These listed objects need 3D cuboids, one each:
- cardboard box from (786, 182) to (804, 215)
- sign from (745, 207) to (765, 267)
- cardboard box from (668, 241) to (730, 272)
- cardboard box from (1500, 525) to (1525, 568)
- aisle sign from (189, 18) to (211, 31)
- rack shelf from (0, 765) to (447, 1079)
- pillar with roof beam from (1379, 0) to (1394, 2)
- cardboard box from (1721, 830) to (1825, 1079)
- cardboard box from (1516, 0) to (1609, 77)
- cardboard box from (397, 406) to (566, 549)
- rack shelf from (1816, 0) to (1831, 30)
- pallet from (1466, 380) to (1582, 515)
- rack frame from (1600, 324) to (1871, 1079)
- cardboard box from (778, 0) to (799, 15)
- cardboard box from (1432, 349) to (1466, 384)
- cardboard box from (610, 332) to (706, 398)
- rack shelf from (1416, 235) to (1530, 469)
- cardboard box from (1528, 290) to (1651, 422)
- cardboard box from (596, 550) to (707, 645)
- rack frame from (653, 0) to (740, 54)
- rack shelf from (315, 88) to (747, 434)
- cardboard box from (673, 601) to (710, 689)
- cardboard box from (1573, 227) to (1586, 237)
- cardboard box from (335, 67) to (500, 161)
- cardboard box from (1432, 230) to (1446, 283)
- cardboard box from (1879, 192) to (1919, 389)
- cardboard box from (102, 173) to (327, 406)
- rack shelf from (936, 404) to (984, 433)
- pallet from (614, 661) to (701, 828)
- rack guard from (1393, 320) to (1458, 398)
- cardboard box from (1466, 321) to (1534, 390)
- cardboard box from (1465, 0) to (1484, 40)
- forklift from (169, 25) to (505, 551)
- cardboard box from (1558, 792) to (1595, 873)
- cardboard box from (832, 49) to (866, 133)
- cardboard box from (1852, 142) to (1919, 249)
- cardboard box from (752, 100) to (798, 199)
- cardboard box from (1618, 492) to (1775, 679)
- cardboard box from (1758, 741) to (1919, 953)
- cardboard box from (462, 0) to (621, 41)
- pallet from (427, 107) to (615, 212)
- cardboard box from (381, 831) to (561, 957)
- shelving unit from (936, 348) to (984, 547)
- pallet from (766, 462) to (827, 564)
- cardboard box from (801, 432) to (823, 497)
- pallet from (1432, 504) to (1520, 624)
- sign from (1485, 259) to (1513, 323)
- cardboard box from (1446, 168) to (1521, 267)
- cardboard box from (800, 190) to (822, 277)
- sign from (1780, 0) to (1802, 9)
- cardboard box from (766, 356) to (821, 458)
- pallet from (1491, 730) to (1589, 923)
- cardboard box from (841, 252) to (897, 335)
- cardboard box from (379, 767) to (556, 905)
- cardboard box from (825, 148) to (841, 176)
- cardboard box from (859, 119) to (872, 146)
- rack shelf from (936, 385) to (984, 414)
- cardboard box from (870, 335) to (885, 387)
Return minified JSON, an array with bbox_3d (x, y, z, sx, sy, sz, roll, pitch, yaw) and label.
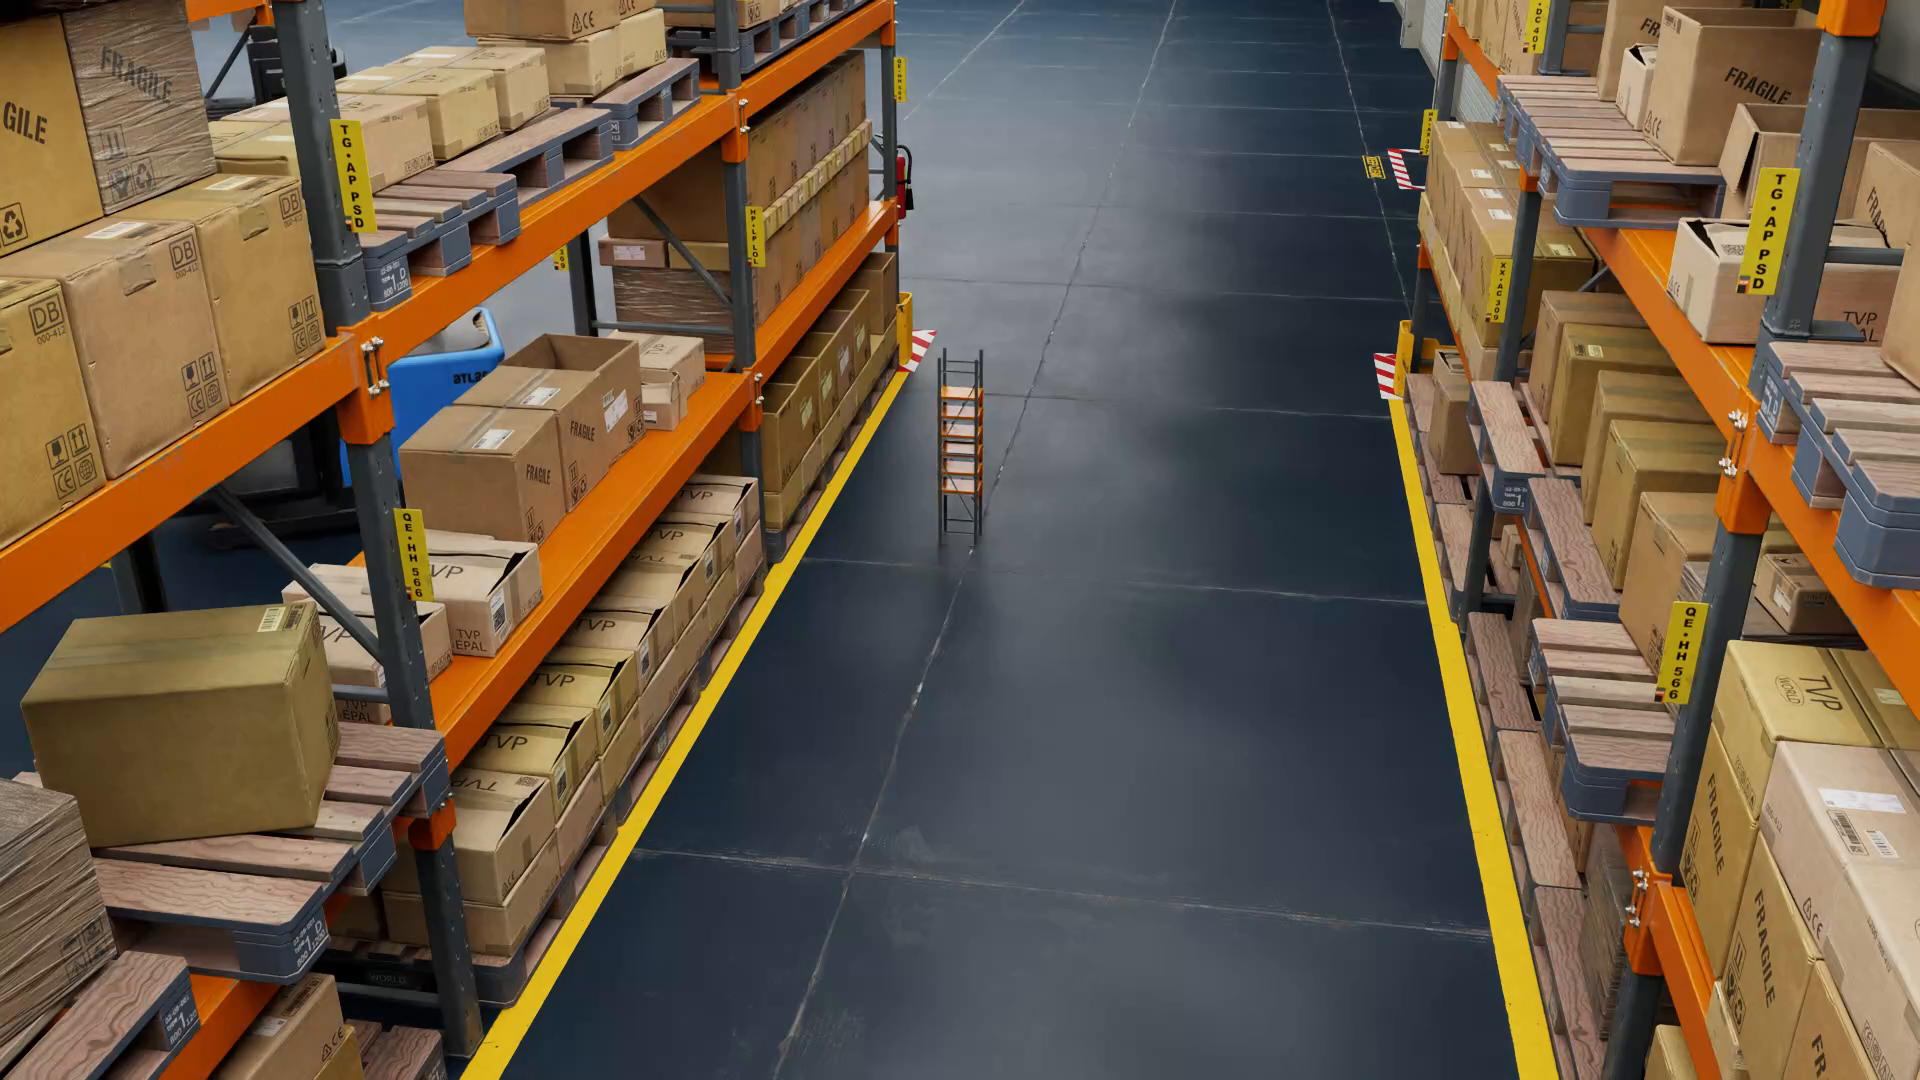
[{"bbox_3d":[-1.194,-2.145,10.412,0.380,0.149,0.250,3,25,7],"label":"cardboard box"},{"bbox_3d":[-1.099,-1.623,8.907,0.100,0.325,0.005,4,25,9],"label":"sign"},{"bbox_3d":[-1.401,-1.606,9.260,0.380,0.149,0.250,4,25,8],"label":"cardboard box"},{"bbox_3d":[3.310,0.032,9.467,0.380,0.166,0.250,1,25,2],"label":"cardboard box"},{"bbox_3d":[-6.146,-4.414,13.074,0.394,0.787,0.004,4,25,9],"label":"aisle sign"},{"bbox_3d":[-2.616,1.667,3.999,1.077,0.370,4.000,4,25,9],"label":"rack shelf"},{"bbox_3d":[4.320,-15.200,32.108,9.100,9.000,0.400,4,25,9],"label":"pillar with roof beam"},{"bbox_3d":[2.171,1.061,3.952,0.500,0.500,0.500,5,26,10],"label":"cardboard box"},{"bbox_3d":[3.091,-2.469,8.306,0.500,0.500,0.500,5,25,10],"label":"cardboard box"},{"bbox_3d":[-2.031,-0.243,7.114,0.500,0.500,0.500,3,25,6],"label":"cardboard box"},{"bbox_3d":[2.925,-2.200,5.656,1.077,0.370,4.000,4,25,9],"label":"rack shelf"},{"bbox_3d":[2.983,-0.430,7.857,1.003,0.211,1.213,4,25,9],"label":"pallet"},{"bbox_3d":[2.598,0.846,4.903,1.000,3.000,0.127,4,25,9],"label":"rack frame"},{"bbox_3d":[-1.205,-3.158,9.365,0.500,0.311,0.500,3,25,6],"label":"cardboard box"},{"bbox_3d":[3.704,-1.198,11.923,0.500,0.311,0.500,1,25,3],"label":"cardboard box"},{"bbox_3d":[-1.673,-0.891,8.793,0.500,0.250,0.500,6,26,12],"label":"cardboard box"},{"bbox_3d":[3.579,-1.337,10.417,1.077,0.370,4.000,4,25,9],"label":"rack shelf"},{"bbox_3d":[3.135,-0.860,7.913,0.700,0.500,0.500,4,25,9],"label":"cardboard box"},{"bbox_3d":[-1.582,0.249,8.267,0.500,0.311,0.500,4,25,8],"label":"cardboard box"},{"bbox_3d":[-1.636,-3.885,7.935,1.000,3.000,0.127,4,25,9],"label":"rack frame"},{"bbox_3d":[-1.963,-1.364,6.937,1.077,0.370,4.000,4,25,9],"label":"rack shelf"},{"bbox_3d":[-1.585,0.506,8.379,0.500,0.250,0.500,5,25,10],"label":"cardboard box"},{"bbox_3d":[3.623,-1.505,9.197,0.500,0.500,0.500,4,25,8],"label":"cardboard box"},{"bbox_3d":[-2.098,-1.629,6.334,0.500,0.250,0.500,4,25,7],"label":"cardboard box"},{"bbox_3d":[3.353,-1.828,10.770,0.500,0.250,0.500,4,25,8],"label":"cardboard box"},{"bbox_3d":[2.577,-0.554,3.719,0.700,0.500,0.500,2,25,4],"label":"cardboard box"},{"bbox_3d":[-2.328,-0.714,4.581,0.910,0.500,0.500,4,25,9],"label":"cardboard box"},{"bbox_3d":[0.002,-0.727,9.926,0.258,0.103,0.180,4,25,9],"label":"rack shelf"},{"bbox_3d":[-1.915,0.917,8.041,1.003,0.211,1.213,4,25,9],"label":"pallet"},{"bbox_3d":[3.893,-1.336,12.513,1.175,0.500,0.348,4,25,9],"label":"rack guard"},{"bbox_3d":[3.030,-0.987,8.973,0.500,0.250,0.500,4,25,9],"label":"cardboard box"},{"bbox_3d":[3.400,-3.350,10.189,0.500,0.500,0.500,5,26,11],"label":"cardboard box"},{"bbox_3d":[-4.382,-1.515,10.029,3.031,2.935,1.130,-9,26,-18],"label":"forklift"},{"bbox_3d":[2.917,1.057,6.882,0.700,0.500,0.500,4,25,8],"label":"cardboard box"},{"bbox_3d":[-1.080,-3.257,12.023,0.700,0.500,0.500,4,25,9],"label":"cardboard box"},{"bbox_3d":[2.943,-0.852,4.851,0.500,0.500,0.500,4,25,9],"label":"cardboard box"},{"bbox_3d":[-1.406,-2.408,10.208,0.700,0.500,0.500,4,25,8],"label":"cardboard box"},{"bbox_3d":[2.730,0.169,5.714,0.700,0.500,0.500,2,25,4],"label":"cardboard box"},{"bbox_3d":[2.182,0.715,3.808,0.500,0.250,0.500,4,25,8],"label":"cardboard box"},{"bbox_3d":[-1.846,-2.494,7.298,0.500,0.500,0.500,6,26,14],"label":"cardboard box"},{"bbox_3d":[-2.087,-1.526,6.657,1.003,0.211,1.213,5,26,11],"label":"pallet"},{"bbox_3d":[-1.914,1.361,6.552,0.500,0.250,0.500,4,25,8],"label":"cardboard box"},{"bbox_3d":[0.002,-0.549,10.009,0.258,1.200,0.189,4,25,9],"label":"shelving unit"},{"bbox_3d":[-1.465,-0.235,10.503,1.003,0.211,1.213,4,25,9],"label":"pallet"},{"bbox_3d":[-1.174,-0.495,10.517,0.500,0.250,0.500,4,25,9],"label":"cardboard box"},{"bbox_3d":[3.327,0.153,9.674,1.003,0.211,1.213,4,25,9],"label":"pallet"},{"bbox_3d":[2.715,-1.253,8.367,0.100,0.325,0.005,4,25,9],"label":"sign"},{"bbox_3d":[3.277,-1.963,10.174,0.500,0.500,0.500,5,26,10],"label":"cardboard box"},{"bbox_3d":[-1.321,-2.044,10.961,0.700,0.500,0.500,5,26,10],"label":"cardboard box"},{"bbox_3d":[3.800,-2.561,7.569,0.100,0.325,0.005,4,25,9],"label":"sign"},{"bbox_3d":[-1.177,-0.835,10.358,0.500,0.500,0.500,4,25,9],"label":"cardboard box"},{"bbox_3d":[2.929,1.274,7.279,1.003,0.211,1.213,4,25,9],"label":"pallet"},{"bbox_3d":[-0.776,-1.881,12.593,0.500,0.500,0.500,4,25,9],"label":"cardboard box"},{"bbox_3d":[-1.914,1.107,6.433,0.500,0.311,0.500,5,26,10],"label":"cardboard box"},{"bbox_3d":[-1.025,-2.576,11.331,0.380,0.149,0.250,5,26,10],"label":"cardboard box"},{"bbox_3d":[-0.857,-3.007,12.253,0.380,0.149,0.250,4,25,8],"label":"cardboard box"},{"bbox_3d":[0.002,-0.835,9.875,0.258,0.103,0.180,4,25,9],"label":"rack shelf"},{"bbox_3d":[-0.848,-1.331,12.304,0.500,0.250,0.500,4,25,9],"label":"cardboard box"}]
